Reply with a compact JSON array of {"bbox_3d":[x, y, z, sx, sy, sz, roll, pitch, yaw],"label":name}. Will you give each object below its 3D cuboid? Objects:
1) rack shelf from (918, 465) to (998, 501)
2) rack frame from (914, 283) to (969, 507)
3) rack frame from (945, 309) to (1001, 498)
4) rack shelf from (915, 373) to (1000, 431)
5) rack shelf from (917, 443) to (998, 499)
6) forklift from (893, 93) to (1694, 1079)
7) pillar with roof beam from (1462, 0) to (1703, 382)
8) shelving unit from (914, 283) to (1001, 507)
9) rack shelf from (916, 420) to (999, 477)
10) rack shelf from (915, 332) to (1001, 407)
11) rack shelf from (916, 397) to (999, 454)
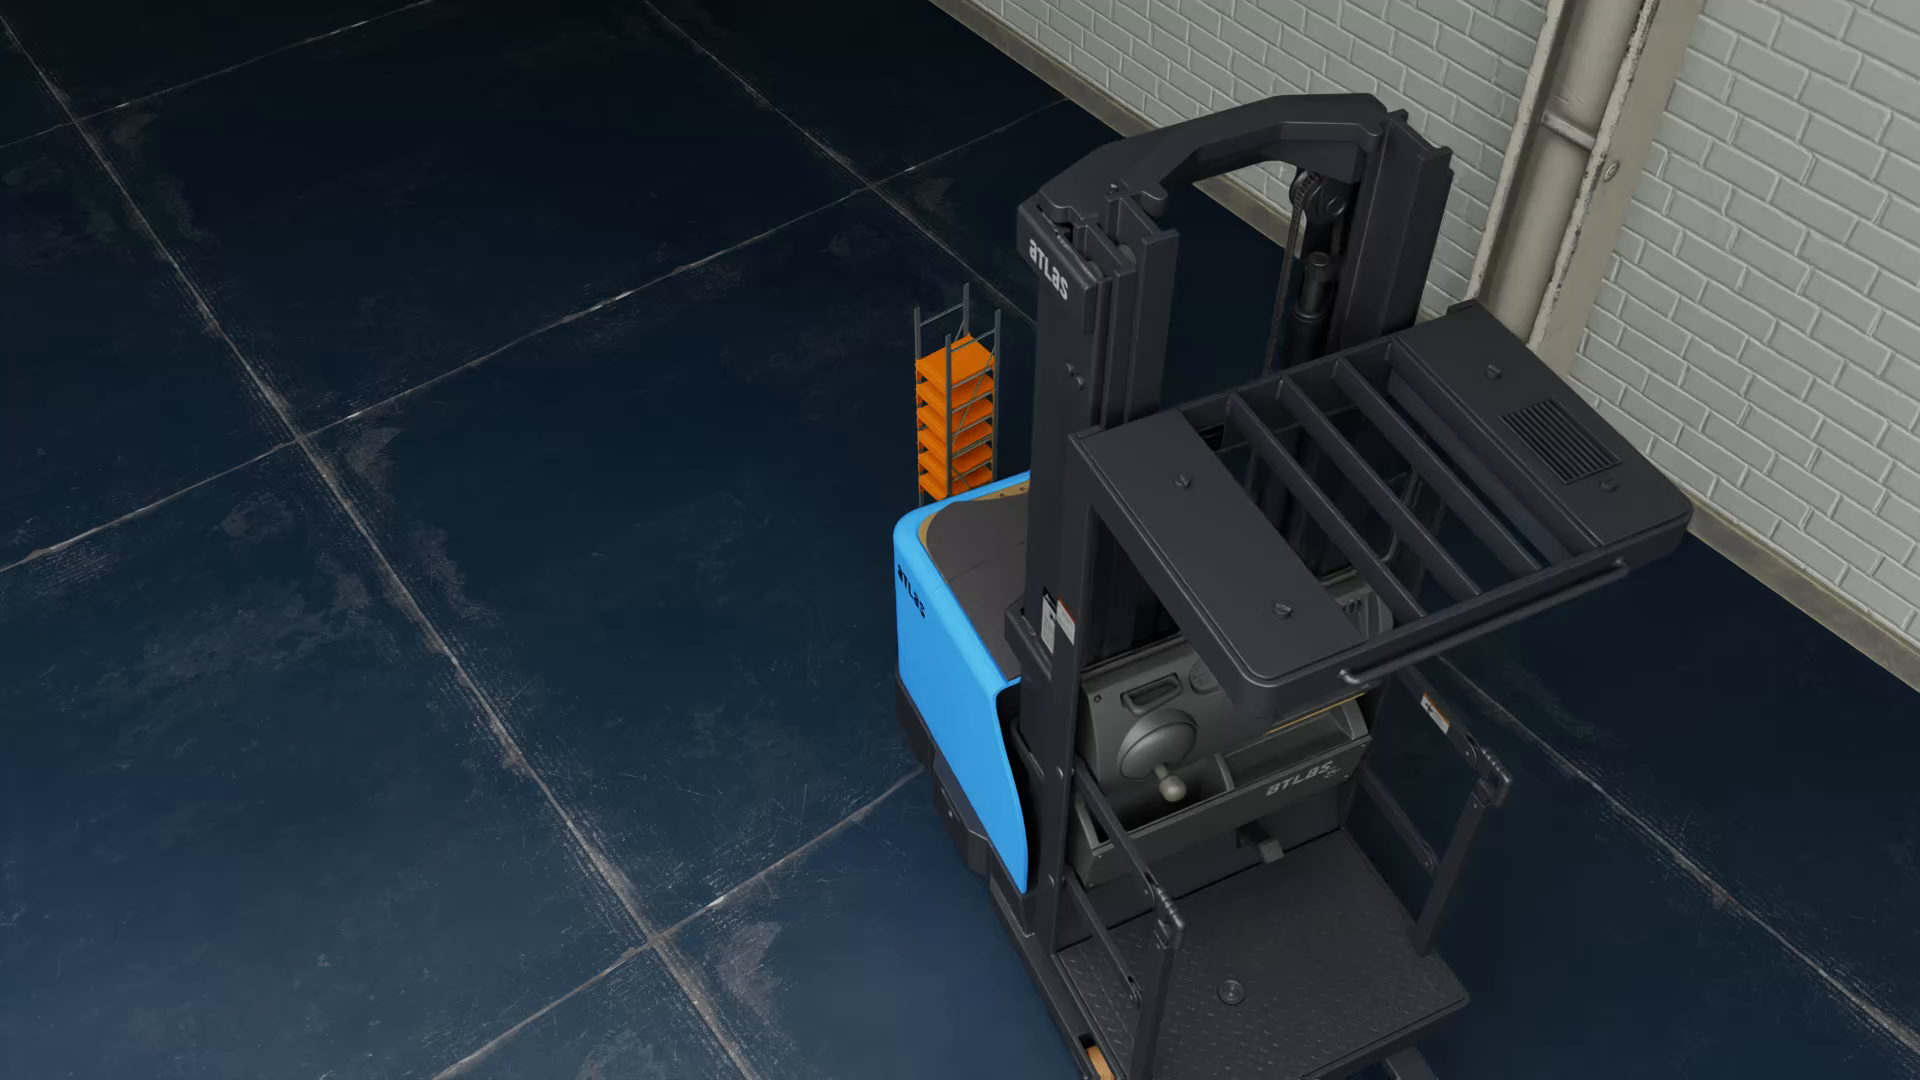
[{"bbox_3d":[-0.009,-0.220,6.523,0.258,0.103,0.180,-29,54,-24],"label":"rack shelf"},{"bbox_3d":[-0.064,-0.465,6.361,0.240,1.200,0.006,-29,54,-24],"label":"rack frame"},{"bbox_3d":[0.047,-0.358,6.263,0.240,1.200,0.006,-29,54,-24],"label":"rack frame"},{"bbox_3d":[-0.009,-0.543,6.167,0.258,0.103,0.180,-29,54,-24],"label":"rack shelf"},{"bbox_3d":[-0.009,-0.301,6.434,0.258,0.103,0.180,-29,54,-24],"label":"rack shelf"},{"bbox_3d":[0.853,0.496,4.321,1.130,2.935,3.031,-19,51,-17],"label":"forklift"},{"bbox_3d":[-1.119,-1.630,2.152,9.100,9.000,0.400,-29,54,-24],"label":"pillar with roof beam"},{"bbox_3d":[-0.009,-0.412,6.312,0.258,1.200,0.189,-29,54,-24],"label":"shelving unit"},{"bbox_3d":[-0.009,-0.382,6.345,0.258,0.103,0.180,-29,54,-24],"label":"rack shelf"},{"bbox_3d":[-0.009,-0.623,6.078,0.258,0.103,0.180,-29,54,-24],"label":"rack shelf"},{"bbox_3d":[-0.009,-0.462,6.256,0.258,0.103,0.180,-29,54,-24],"label":"rack shelf"}]
